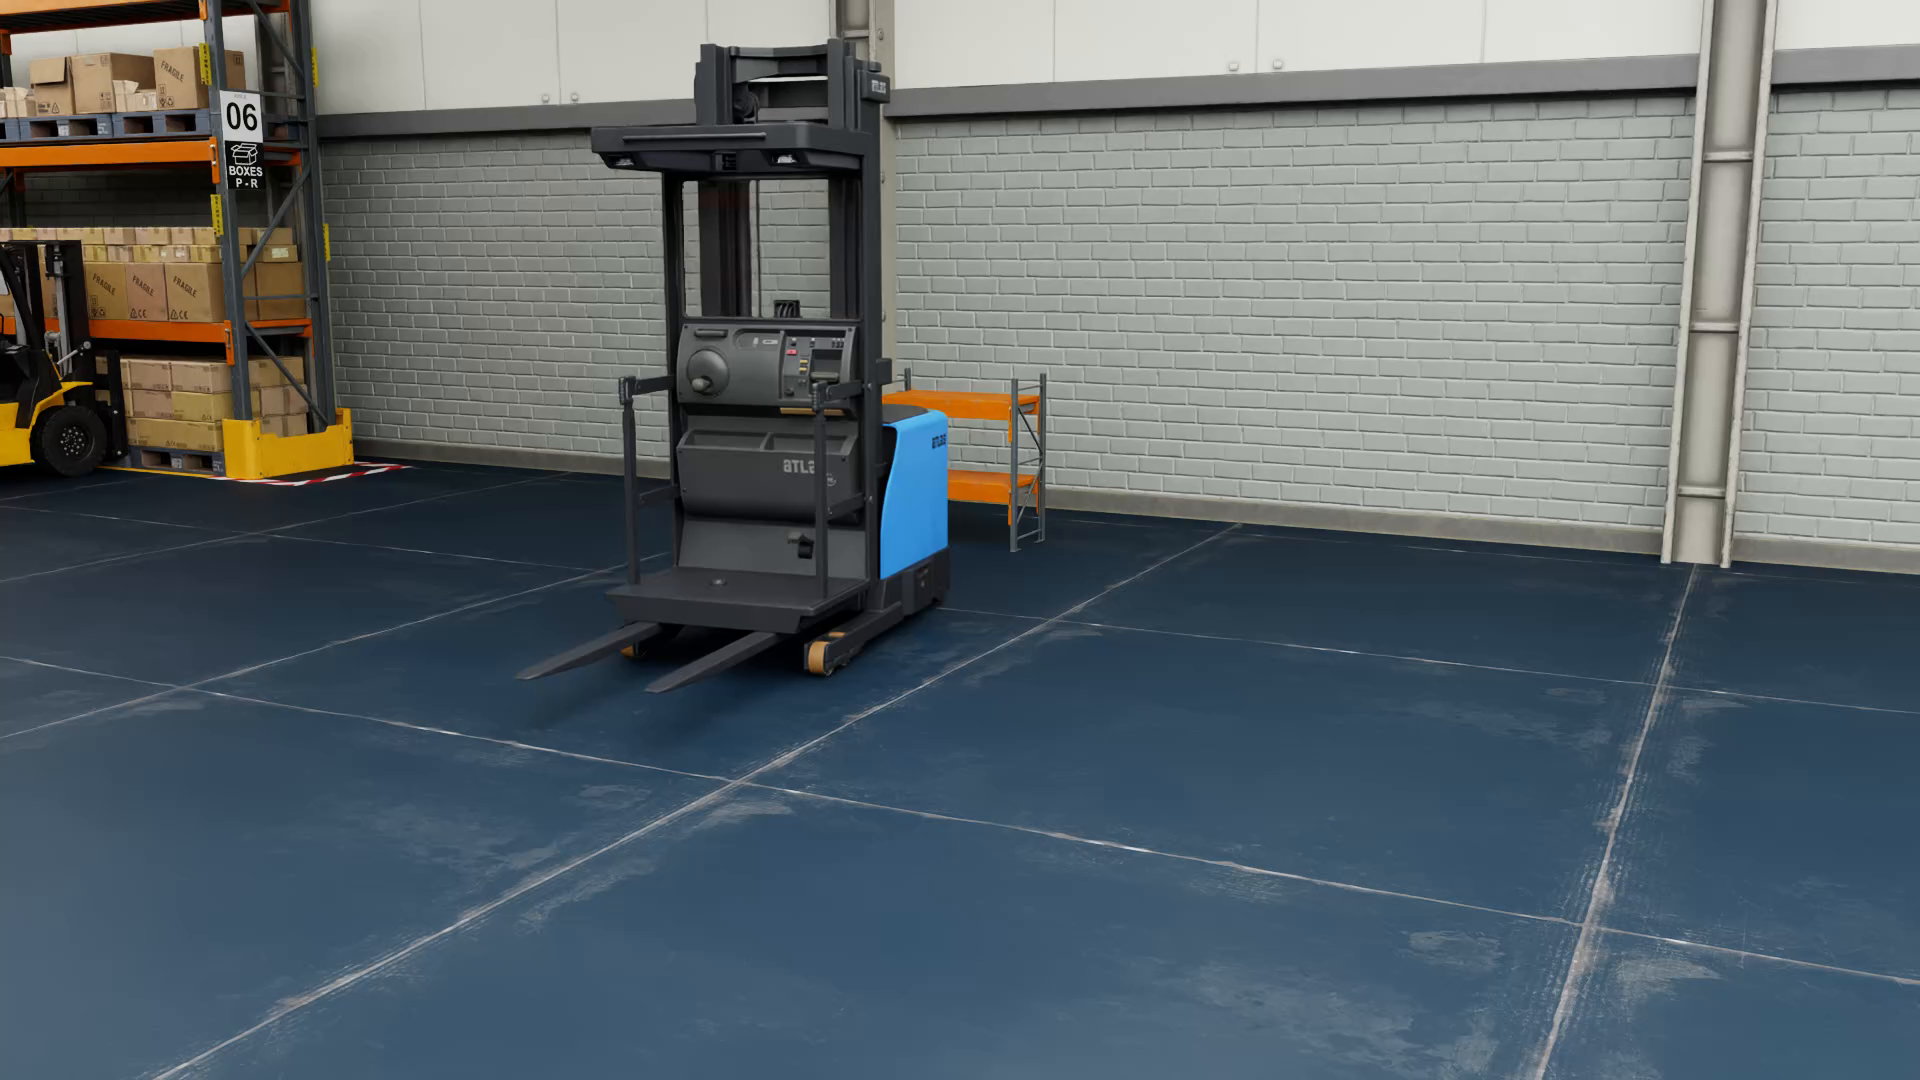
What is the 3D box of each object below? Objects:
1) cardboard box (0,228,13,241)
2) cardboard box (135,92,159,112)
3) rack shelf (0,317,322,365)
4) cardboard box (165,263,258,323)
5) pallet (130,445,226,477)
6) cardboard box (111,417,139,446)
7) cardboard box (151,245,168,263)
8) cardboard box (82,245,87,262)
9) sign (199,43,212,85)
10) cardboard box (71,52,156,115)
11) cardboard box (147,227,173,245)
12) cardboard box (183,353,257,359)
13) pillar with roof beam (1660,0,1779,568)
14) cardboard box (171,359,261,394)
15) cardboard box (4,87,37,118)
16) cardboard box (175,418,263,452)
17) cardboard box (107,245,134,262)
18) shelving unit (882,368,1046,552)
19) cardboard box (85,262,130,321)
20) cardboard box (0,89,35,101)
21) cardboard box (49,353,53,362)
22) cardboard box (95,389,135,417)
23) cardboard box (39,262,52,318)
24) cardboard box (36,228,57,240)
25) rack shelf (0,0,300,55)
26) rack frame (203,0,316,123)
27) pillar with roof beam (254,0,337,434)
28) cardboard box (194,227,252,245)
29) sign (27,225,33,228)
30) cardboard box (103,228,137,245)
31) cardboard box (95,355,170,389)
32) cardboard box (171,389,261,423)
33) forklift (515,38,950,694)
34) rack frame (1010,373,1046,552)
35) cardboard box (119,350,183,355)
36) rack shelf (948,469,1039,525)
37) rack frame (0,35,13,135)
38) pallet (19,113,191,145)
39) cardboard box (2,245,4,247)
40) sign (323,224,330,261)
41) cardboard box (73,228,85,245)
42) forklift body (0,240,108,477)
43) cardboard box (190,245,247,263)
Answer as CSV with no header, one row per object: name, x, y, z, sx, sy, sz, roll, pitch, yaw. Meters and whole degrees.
cardboard box,-8.630,-2.786,15.261,0.250,0.149,0.380,5,12,27
cardboard box,-6.767,-3.715,14.155,0.250,0.149,0.380,5,11,24
rack shelf,-7.683,-1.893,15.288,4.000,0.370,1.077,5,11,26
cardboard box,-6.447,-2.136,14.327,0.500,0.500,0.500,5,11,25
pallet,-6.594,-0.771,14.898,1.213,0.211,1.003,5,11,26
cardboard box,-7.337,-1.011,14.937,0.500,0.250,0.500,5,11,26
cardboard box,-6.773,-2.486,14.443,0.250,0.149,0.380,5,12,27
cardboard box,-7.670,-2.572,14.916,0.250,0.149,0.380,5,11,25
sign,-6.142,-3.877,13.542,0.005,0.325,0.100,5,11,26
cardboard box,-7.269,-3.963,14.543,0.500,0.500,0.700,5,11,26
cardboard box,-6.786,-2.630,14.400,0.250,0.149,0.380,5,12,27
cardboard box,-6.687,-1.542,15.063,0.500,0.250,0.500,5,11,26
pillar with roof beam,2.741,-3.607,5.894,0.400,9.000,9.100,5,11,26
cardboard box,-6.441,-1.422,14.397,0.500,0.250,0.500,5,12,28
cardboard box,-8.280,-3.905,14.879,0.258,0.266,0.396,5,11,24
cardboard box,-6.451,-0.930,14.487,0.500,0.250,0.500,5,11,26
cardboard box,-7.250,-2.521,14.635,0.250,0.149,0.380,5,11,24
shelving unit,-0.006,-0.554,11.133,1.048,1.125,0.538,5,11,26
cardboard box,-7.368,-2.218,14.784,0.500,0.500,0.500,5,11,25
cardboard box,-8.839,-3.988,15.212,0.500,0.311,0.500,5,12,27
cardboard box,-8.277,-1.583,15.288,0.500,0.250,0.500,5,12,28
cardboard box,-7.382,-1.256,14.887,0.500,0.250,0.500,5,11,25
cardboard box,-8.266,-2.299,15.231,0.500,0.500,0.500,5,11,25
cardboard box,-8.132,-2.758,15.110,0.250,0.149,0.380,5,11,26
rack shelf,-7.683,-4.648,14.790,4.000,0.370,1.077,5,11,26
rack frame,-5.890,-5.042,13.819,0.127,3.000,1.000,5,11,26
pillar with roof beam,-8.020,-4.553,11.119,0.400,9.000,9.100,5,11,26
cardboard box,-6.304,-2.599,14.230,0.250,0.149,0.380,5,11,26
sign,-9.233,-2.959,16.501,0.005,0.325,0.100,5,11,26
cardboard box,-7.259,-2.664,14.590,0.250,0.149,0.380,5,12,27
cardboard box,-7.358,-1.499,14.825,0.500,0.250,0.500,5,11,27
cardboard box,-6.465,-1.178,14.453,0.500,0.250,0.500,5,11,25
forklift,-1.019,-0.891,7.921,1.130,2.935,3.031,4,11,19
rack frame,0.450,-0.514,10.912,0.032,1.125,0.500,5,11,26
cardboard box,-7.587,-1.625,15.519,0.500,0.250,0.500,5,11,25
rack shelf,-0.006,-0.313,11.177,1.000,0.278,0.538,5,11,26
rack frame,-9.477,-5.357,15.561,0.127,3.000,1.000,5,11,26
pallet,-7.611,-3.678,14.955,1.213,0.211,1.003,5,11,26
cardboard box,-8.640,-2.639,15.284,0.250,0.149,0.380,5,12,27
sign,-5.639,-2.643,14.757,0.005,0.325,0.100,5,11,26
cardboard box,-7.683,-2.719,14.893,0.250,0.149,0.380,5,11,27
forklift body,-8.398,-1.530,13.645,1.214,2.155,2.313,5,11,26
cardboard box,-6.325,-2.441,14.191,0.250,0.149,0.380,5,11,27
